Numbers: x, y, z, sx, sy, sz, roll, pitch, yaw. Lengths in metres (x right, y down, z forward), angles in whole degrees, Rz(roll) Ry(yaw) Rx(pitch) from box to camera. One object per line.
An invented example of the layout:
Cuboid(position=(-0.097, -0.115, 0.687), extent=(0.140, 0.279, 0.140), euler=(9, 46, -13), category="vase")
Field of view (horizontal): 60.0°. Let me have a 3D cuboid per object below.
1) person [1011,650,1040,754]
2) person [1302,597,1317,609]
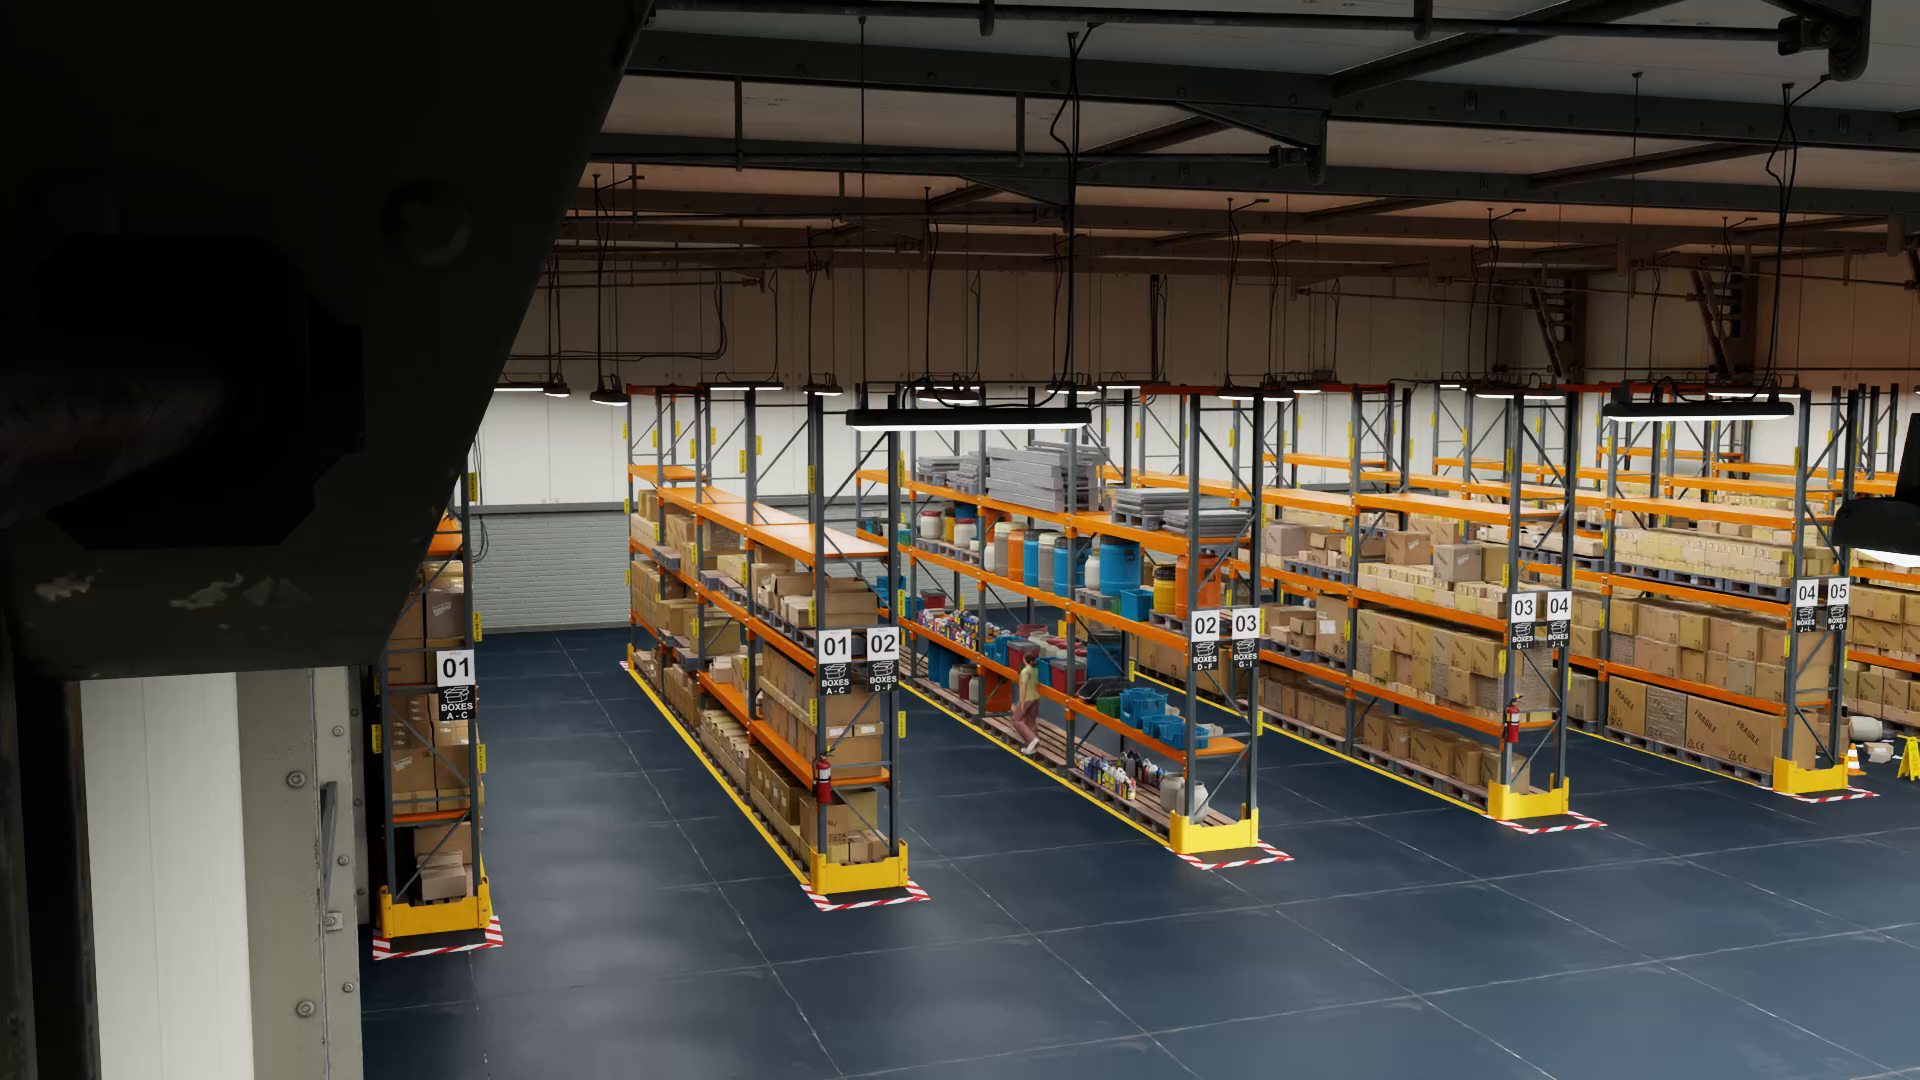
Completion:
Cuboid(position=(1.125, 2.609, 26.775), extent=(0.475, 1.663, 0.493), euler=(5, 8, 39), category="person")
Cuboid(position=(8.720, 1.198, 41.675), extent=(1.065, 1.598, 0.459), euler=(-3, 7, -25), category="person")
